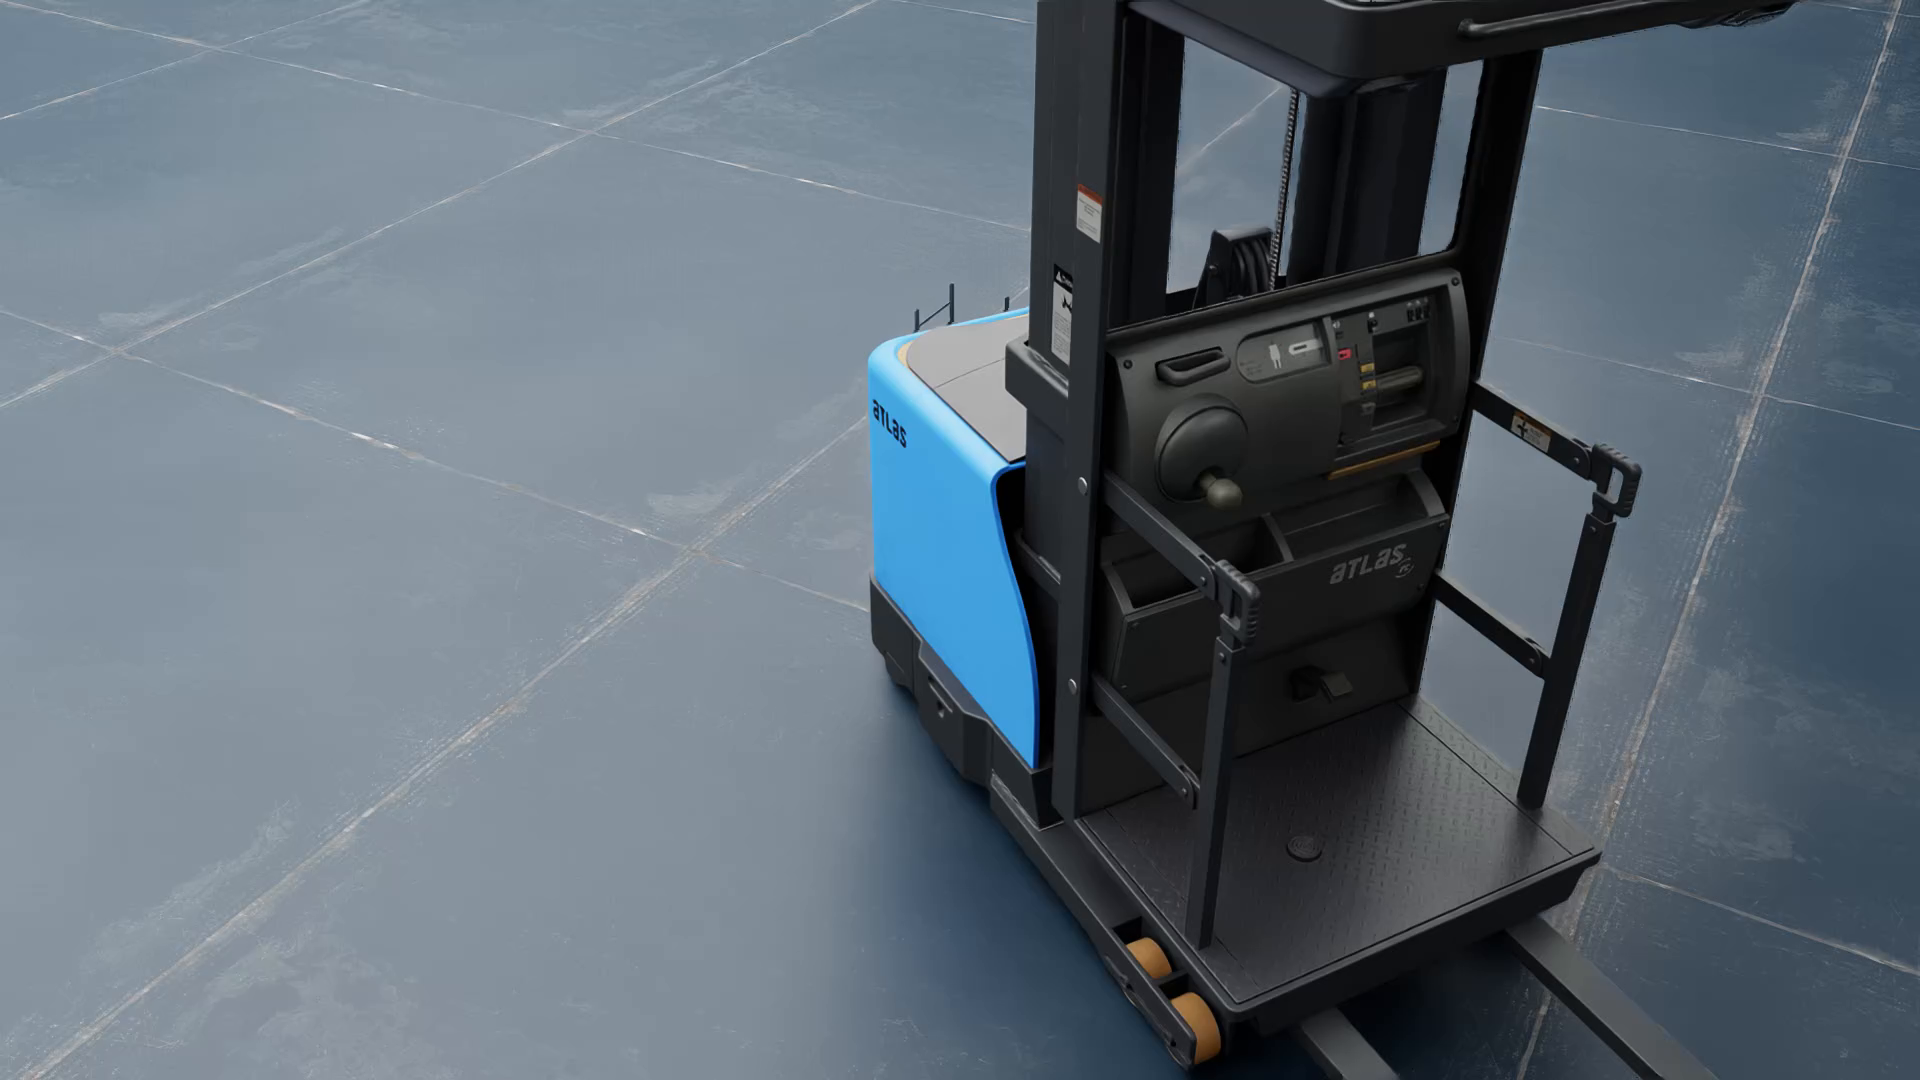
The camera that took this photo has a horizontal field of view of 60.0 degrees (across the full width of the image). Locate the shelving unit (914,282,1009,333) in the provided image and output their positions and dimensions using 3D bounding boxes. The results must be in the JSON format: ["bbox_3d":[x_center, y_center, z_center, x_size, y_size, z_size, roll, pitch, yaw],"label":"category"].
[{"bbox_3d":[0.007,-0.372,5.497,0.210,0.900,0.258,18,37,24],"label":"shelving unit"}]

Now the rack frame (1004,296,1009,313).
[{"bbox_3d":[0.095,-0.344,5.455,0.006,0.900,0.240,18,37,24],"label":"rack frame"}]

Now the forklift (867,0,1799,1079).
[{"bbox_3d":[0.851,-0.275,3.518,1.130,2.935,3.031,-16,37,-23],"label":"forklift"}]

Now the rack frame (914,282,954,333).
[{"bbox_3d":[-0.081,-0.400,5.539,0.006,0.900,0.240,18,37,24],"label":"rack frame"}]
